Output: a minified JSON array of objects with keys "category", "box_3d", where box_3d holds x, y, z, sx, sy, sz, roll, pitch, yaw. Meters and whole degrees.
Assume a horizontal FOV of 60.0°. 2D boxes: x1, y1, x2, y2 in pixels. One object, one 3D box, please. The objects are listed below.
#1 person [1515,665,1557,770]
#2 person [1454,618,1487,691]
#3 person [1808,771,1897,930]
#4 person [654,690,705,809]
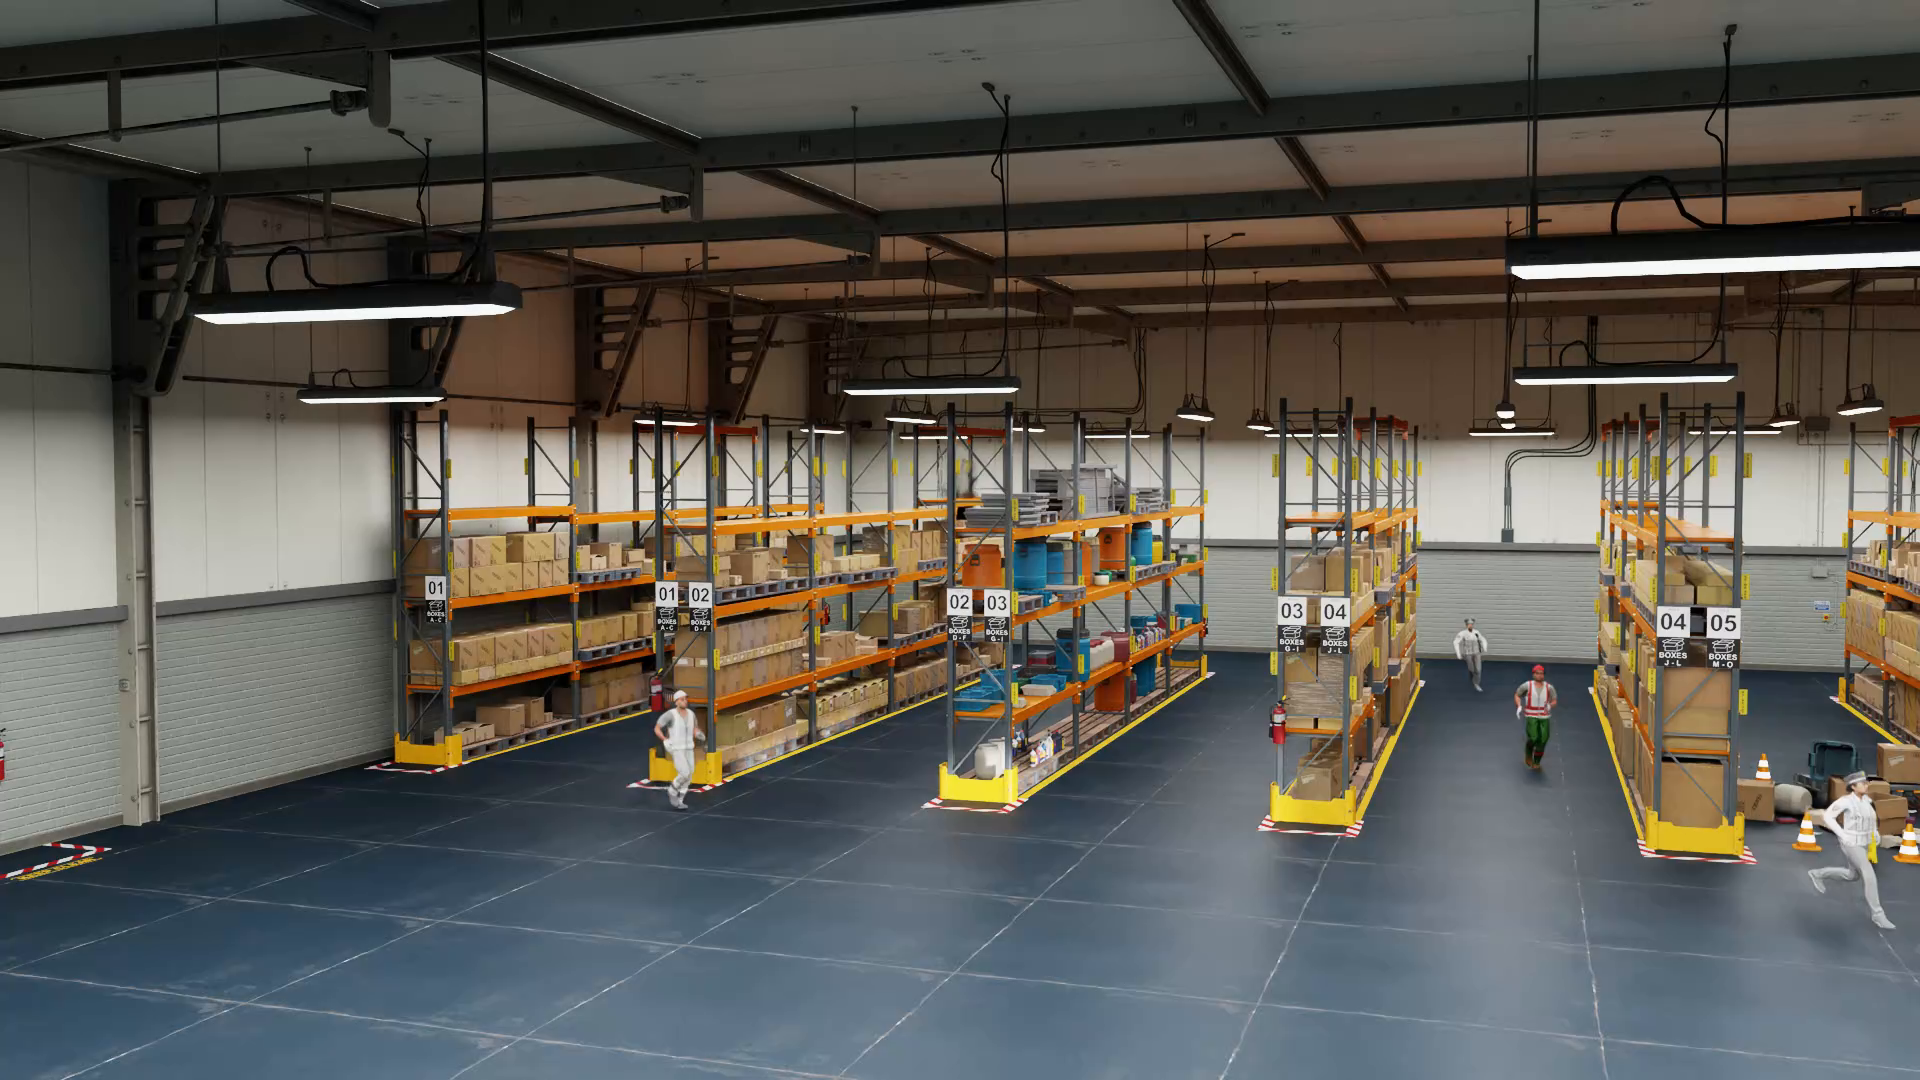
[{"category":"person","box_3d":[9.535,2.939,27.437,0.645,1.741,0.606,0,2,7]},{"category":"person","box_3d":[11.550,2.587,37.618,0.730,1.658,0.576,0,2,5]},{"category":"person","box_3d":[9.927,3.398,18.494,0.583,1.699,1.043,-2,3,-34]},{"category":"person","box_3d":[-4.049,3.083,24.351,0.566,1.749,0.665,2,3,44]}]
